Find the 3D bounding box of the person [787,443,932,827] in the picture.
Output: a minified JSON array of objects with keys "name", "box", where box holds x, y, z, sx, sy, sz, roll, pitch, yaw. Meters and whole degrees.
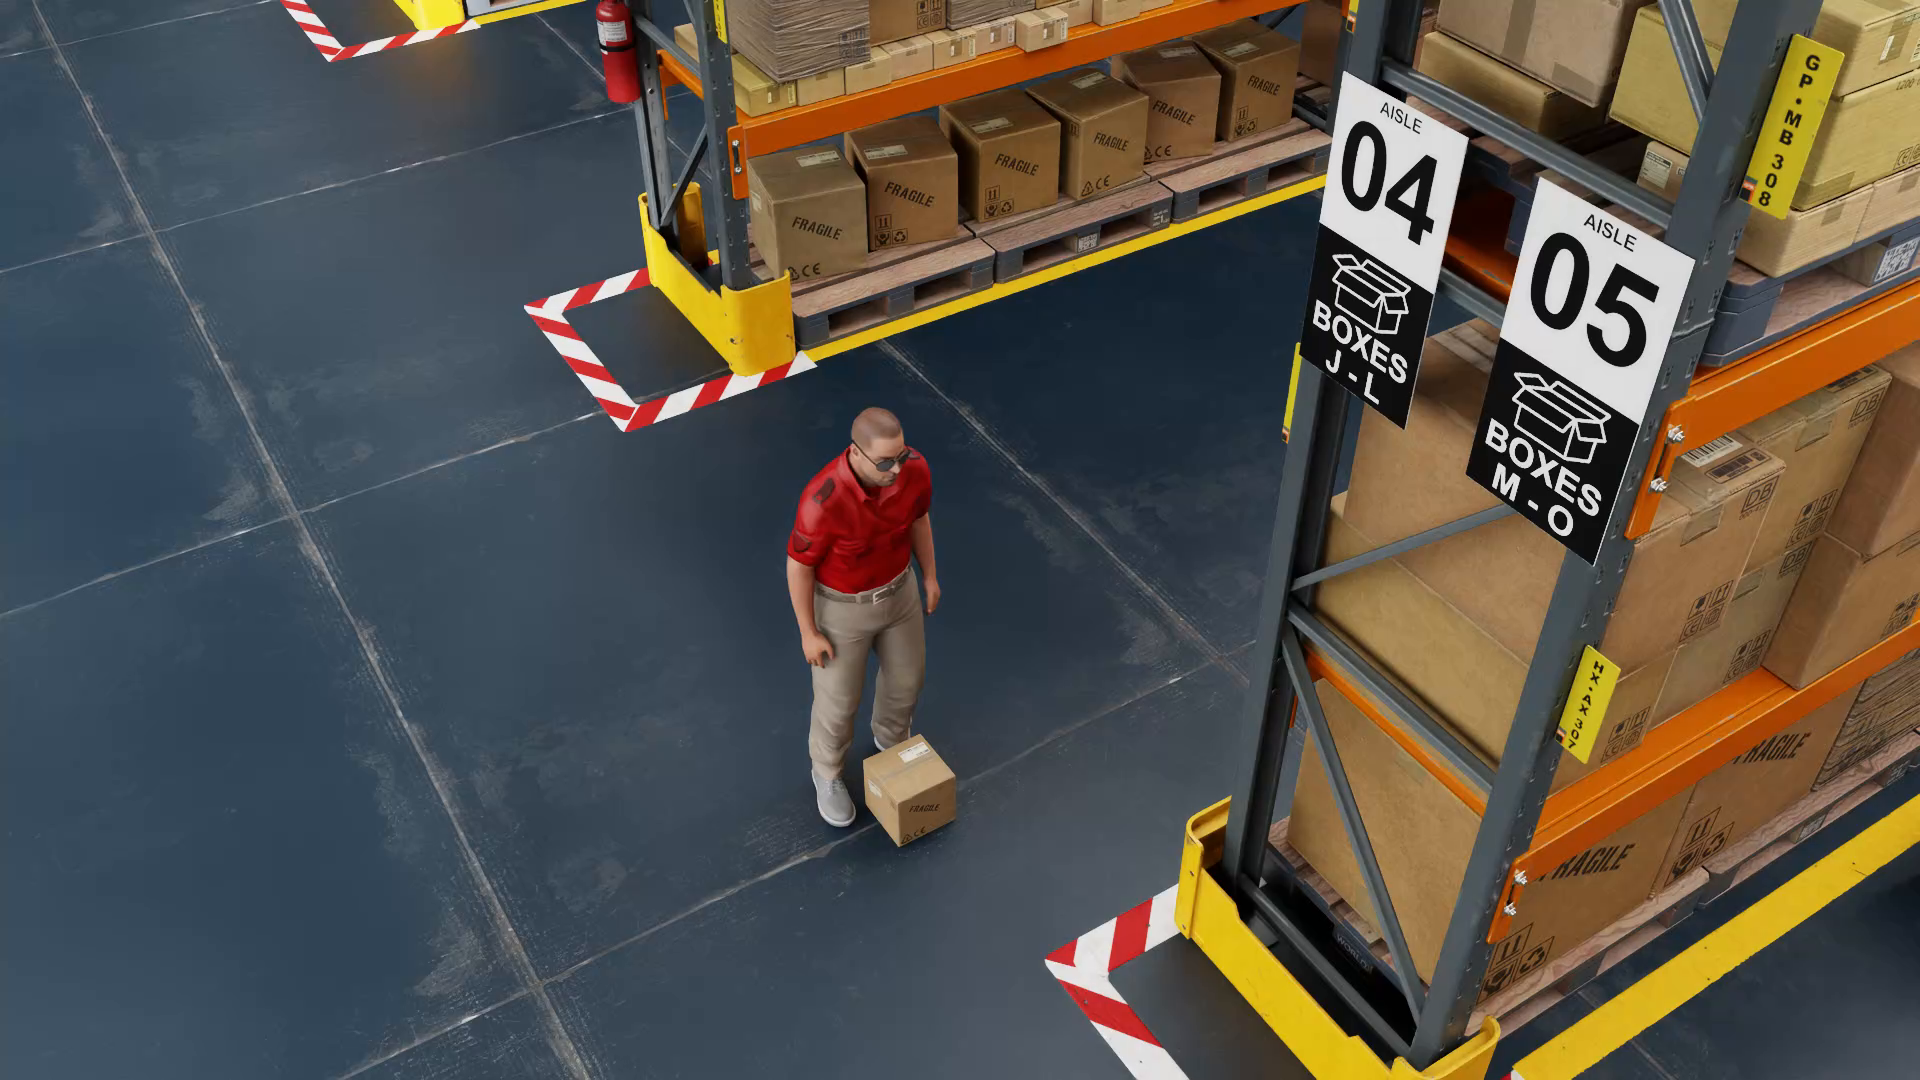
[{"name":"person","box":[-0.333,0.302,5.949,0.588,1.551,0.394,-25,47,-27]}]
